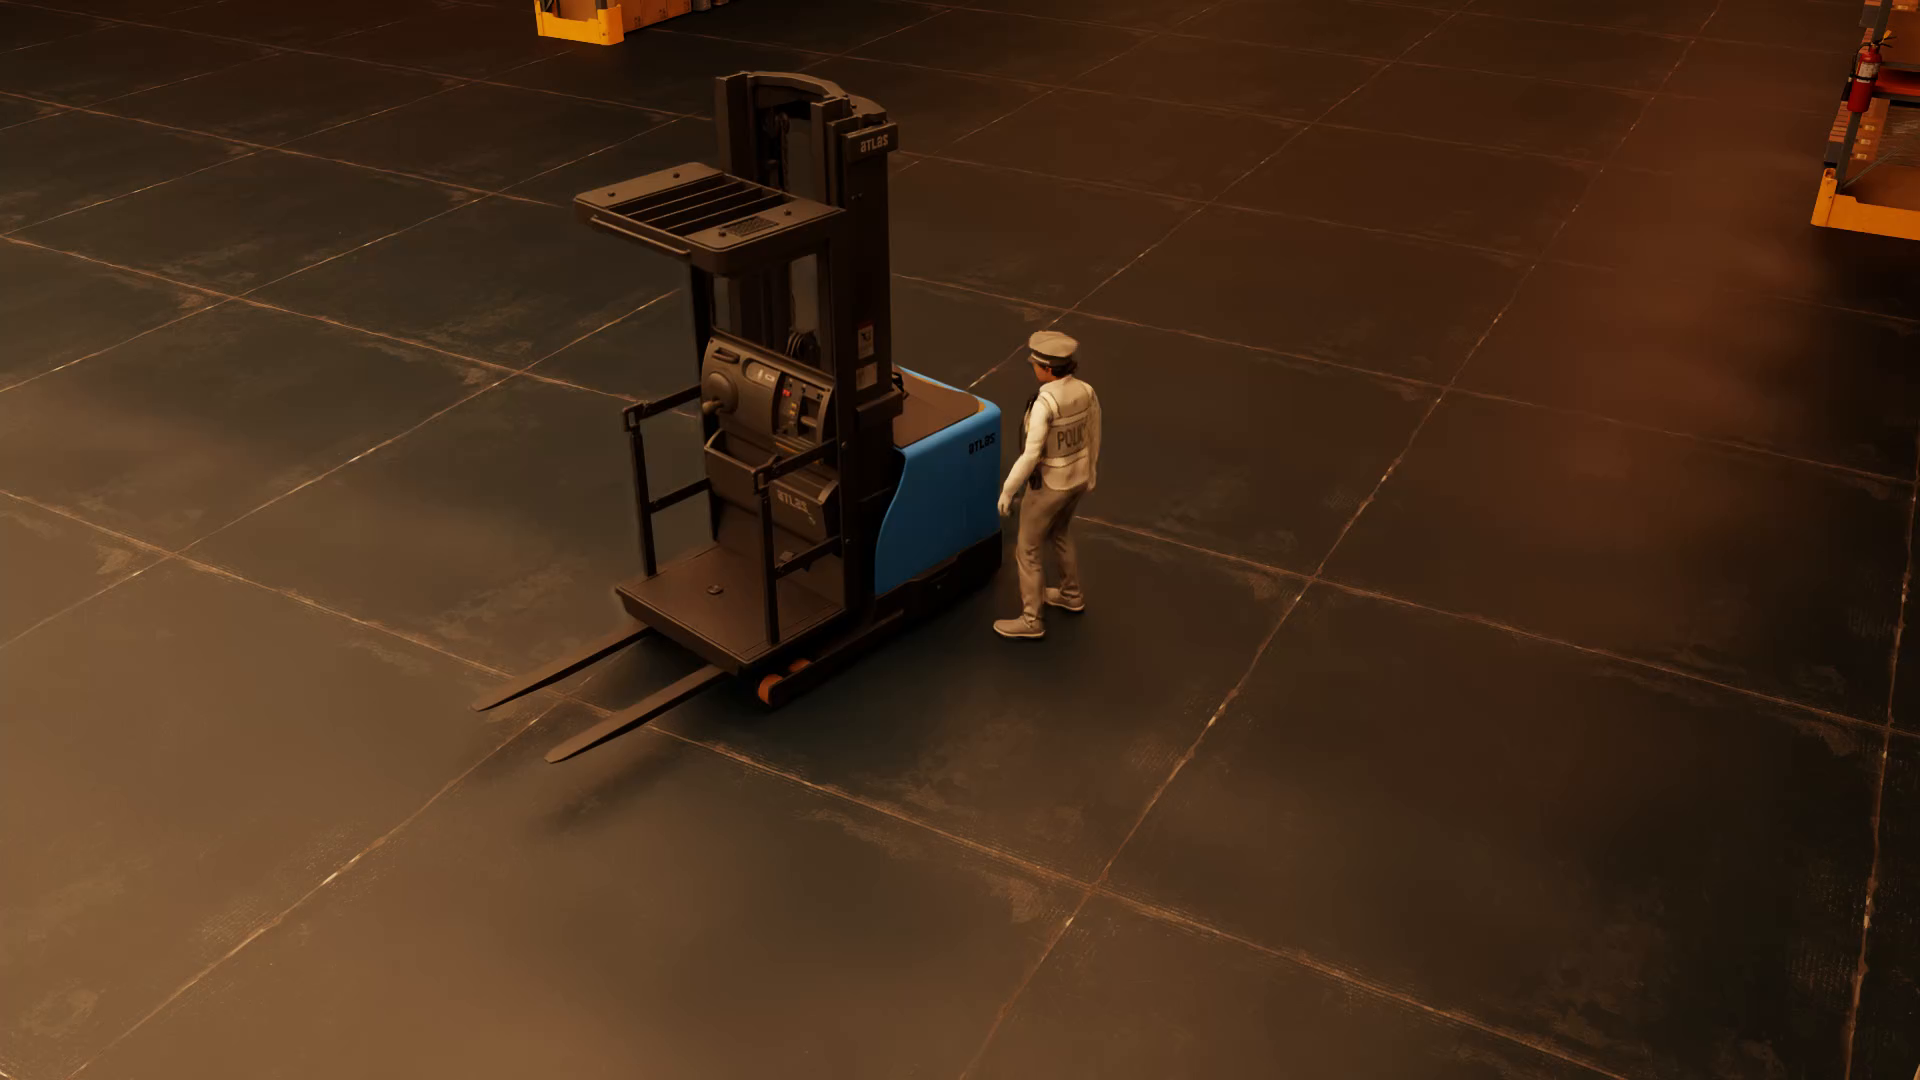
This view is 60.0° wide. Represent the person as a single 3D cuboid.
[{"bbox_3d":[0.492,-0.303,8.888,0.341,1.645,0.715,24,37,35],"label":"person"}]

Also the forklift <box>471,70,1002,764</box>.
[{"bbox_3d":[-1.126,-0.704,8.291,1.130,2.935,3.031,25,38,36],"label":"forklift"}]
